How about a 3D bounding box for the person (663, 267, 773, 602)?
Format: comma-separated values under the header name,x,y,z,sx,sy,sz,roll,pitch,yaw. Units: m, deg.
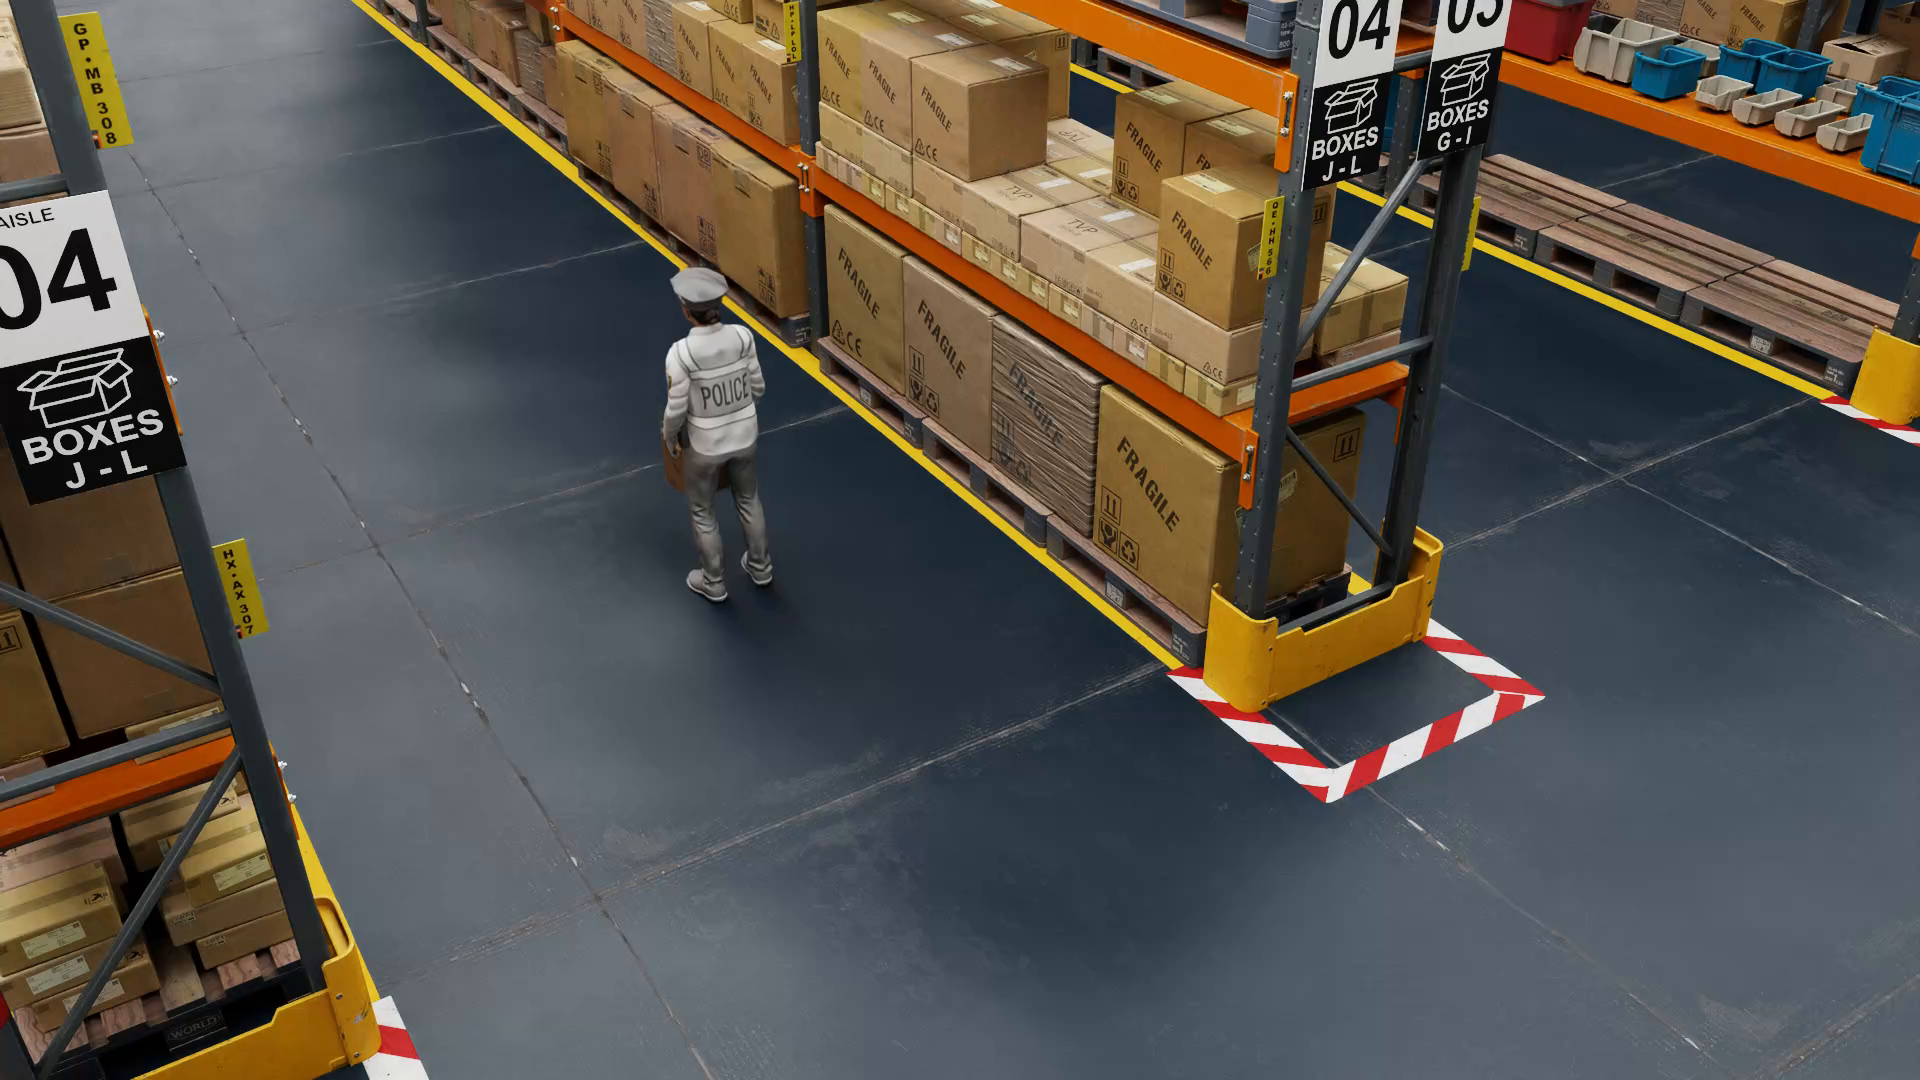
name,x,y,z,sx,sy,sz,roll,pitch,yaw
person,-1.147,-0.471,7.854,0.506,1.677,0.360,-20,38,-28
